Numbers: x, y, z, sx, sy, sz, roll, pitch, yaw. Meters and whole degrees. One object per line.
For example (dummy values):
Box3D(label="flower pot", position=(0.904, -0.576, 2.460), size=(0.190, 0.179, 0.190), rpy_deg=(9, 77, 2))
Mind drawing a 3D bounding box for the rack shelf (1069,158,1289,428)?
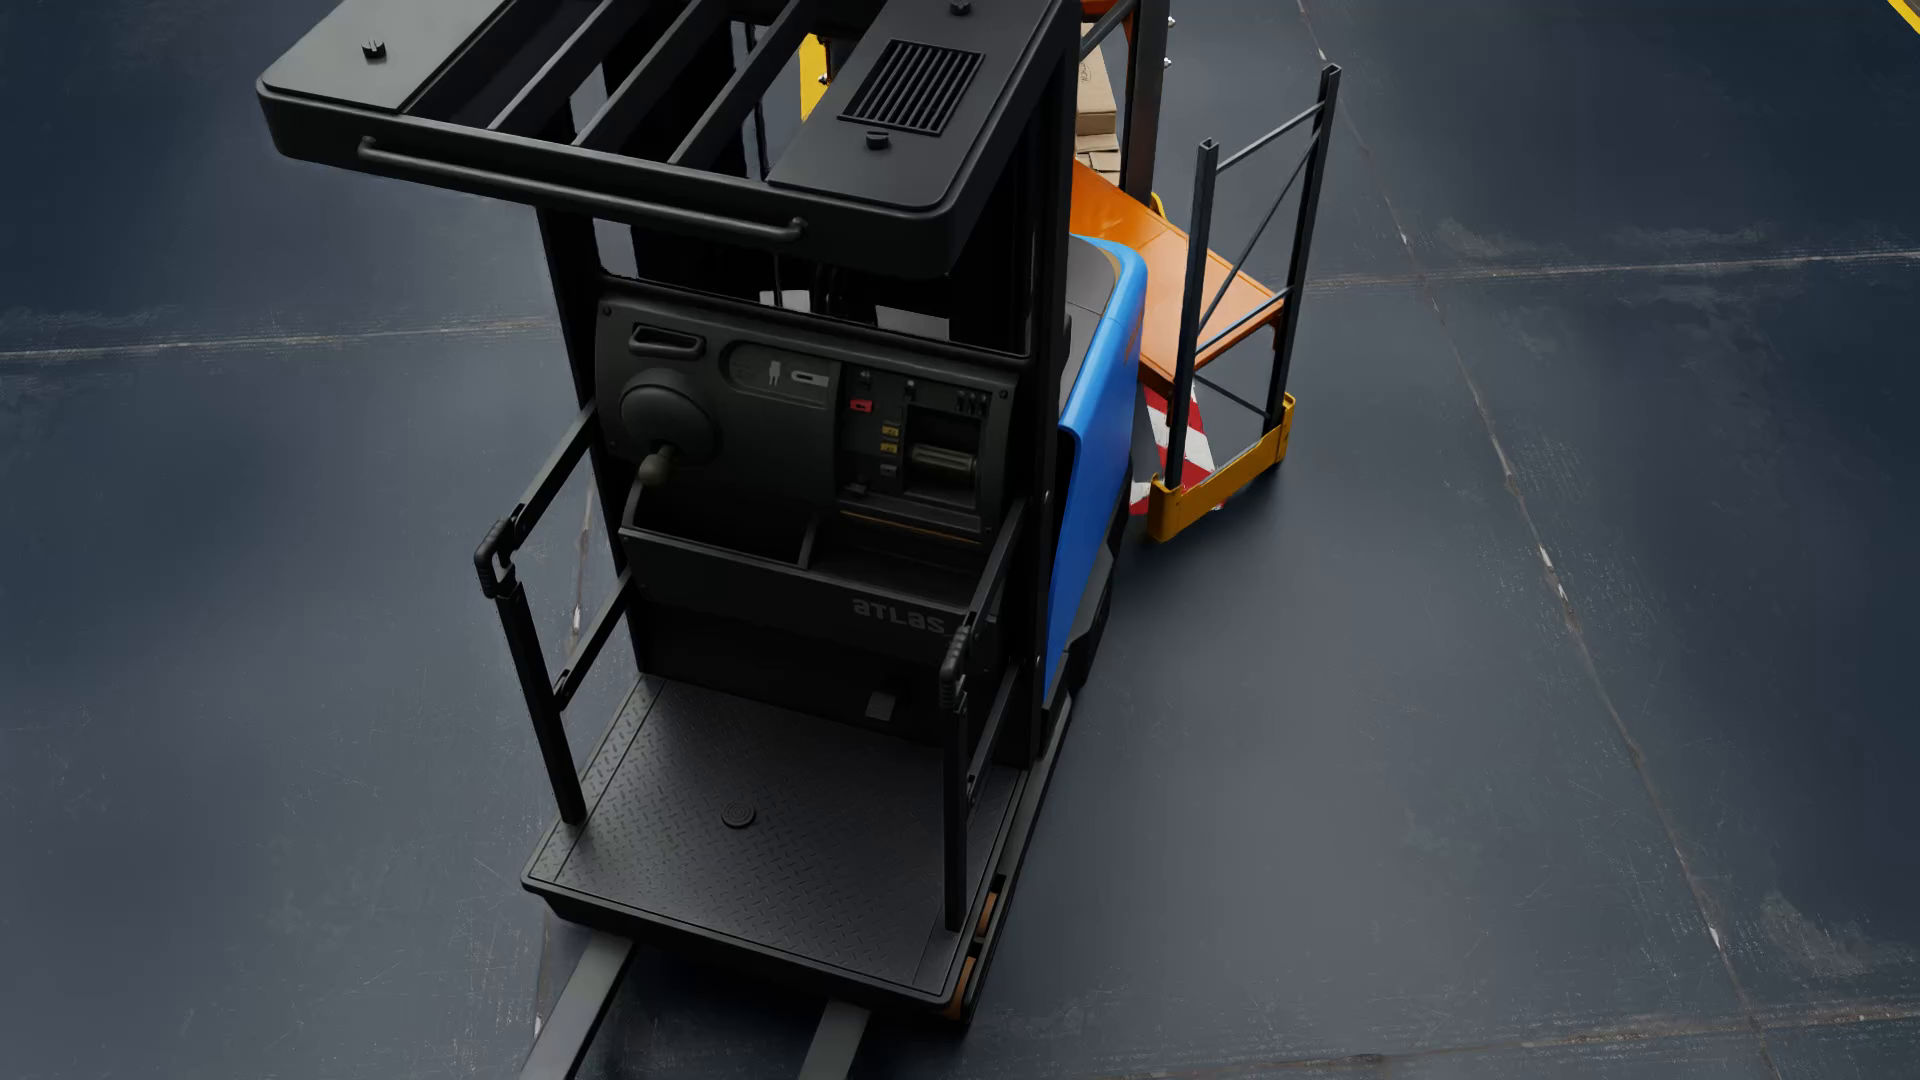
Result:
Box3D(label="rack shelf", position=(0.486, -0.809, 5.191), size=(0.538, 0.185, 1.000), rpy_deg=(-34, 58, -23))

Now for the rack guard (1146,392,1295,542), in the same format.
Box3D(label="rack guard", position=(0.829, -0.235, 5.286), size=(0.587, 0.250, 0.087), rpy_deg=(-34, 58, -23))

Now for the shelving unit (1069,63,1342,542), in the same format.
Box3D(label="shelving unit", position=(0.487, -0.917, 5.047), size=(0.587, 1.500, 1.083), rpy_deg=(-34, 58, -23))

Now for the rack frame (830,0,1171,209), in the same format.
Box3D(label="rack frame", position=(0.113, -1.680, 4.775), size=(1.000, 3.000, 0.127), rpy_deg=(-3, 47, -3))

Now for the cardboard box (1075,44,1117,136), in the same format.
Box3D(label="cardboard box", position=(0.308, -1.658, 6.345), size=(0.500, 0.250, 0.500), rpy_deg=(-3, 47, -3))

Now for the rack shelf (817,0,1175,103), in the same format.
Box3D(label="rack shelf", position=(-0.055, -2.880, 6.407), size=(1.077, 0.370, 4.000), rpy_deg=(-3, 47, -3))

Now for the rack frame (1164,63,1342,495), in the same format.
Box3D(label="rack frame", position=(0.812, -0.629, 4.801), size=(0.500, 1.500, 0.032), rpy_deg=(-34, 58, -23))

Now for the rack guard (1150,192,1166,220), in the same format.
Box3D(label="rack guard", position=(0.106, -0.876, 5.735), size=(1.175, 0.500, 0.348), rpy_deg=(-3, 47, -3))

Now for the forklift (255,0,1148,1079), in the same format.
Box3D(label="forklift", position=(-0.402, -0.156, 3.379), size=(1.130, 2.935, 3.031), rpy_deg=(13, 48, 12))

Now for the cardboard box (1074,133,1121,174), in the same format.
Box3D(label="cardboard box", position=(0.399, -1.362, 6.122), size=(0.380, 0.166, 0.250), rpy_deg=(-3, 47, -3))

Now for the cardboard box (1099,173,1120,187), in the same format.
Box3D(label="cardboard box", position=(0.420, -1.175, 5.957), size=(0.380, 0.149, 0.250), rpy_deg=(-3, 47, -3))

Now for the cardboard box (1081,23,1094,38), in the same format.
Box3D(label="cardboard box", position=(0.266, -2.020, 6.688), size=(0.500, 0.250, 0.500), rpy_deg=(-3, 47, -3))
